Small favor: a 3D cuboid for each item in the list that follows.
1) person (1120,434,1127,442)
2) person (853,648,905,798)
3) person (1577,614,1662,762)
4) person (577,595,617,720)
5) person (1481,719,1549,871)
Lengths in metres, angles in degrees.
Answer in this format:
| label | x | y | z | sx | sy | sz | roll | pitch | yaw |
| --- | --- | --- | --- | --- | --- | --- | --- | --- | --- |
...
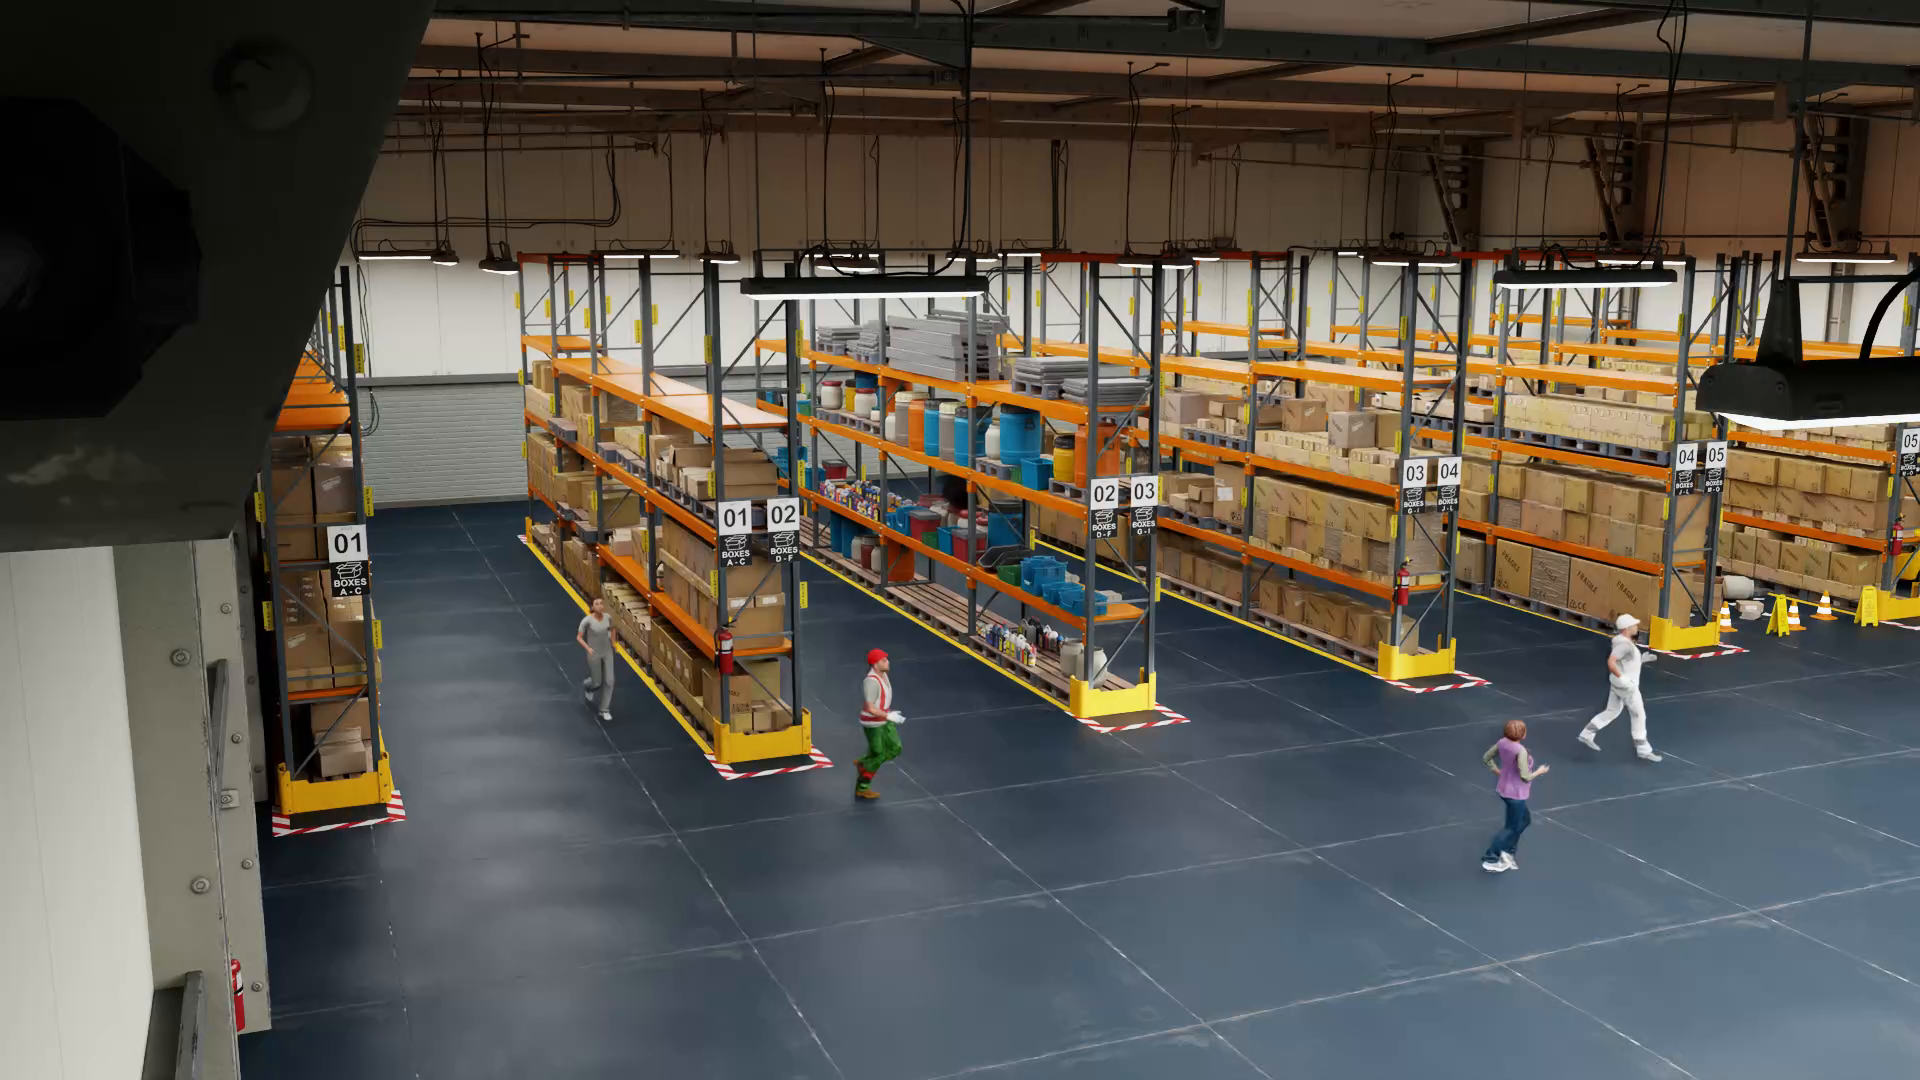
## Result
| label | x | y | z | sx | sy | sz | roll | pitch | yaw |
| --- | --- | --- | --- | --- | --- | --- | --- | --- | --- |
| person | 3.773 | -1.661 | 39.324 | 0.745 | 1.747 | 0.735 | 0 | 10 | -1 |
| person | -0.905 | 2.070 | 18.912 | 0.655 | 1.737 | 0.696 | 2 | 11 | 13 |
| person | 8.066 | 1.776 | 20.191 | 0.976 | 1.787 | 0.660 | 1 | 10 | 8 |
| person | -4.821 | 1.533 | 22.180 | 0.567 | 1.645 | 0.755 | -7 | 12 | -32 |
| person | 5.545 | 2.563 | 16.620 | 0.635 | 1.614 | 0.514 | -1 | 10 | -8 |
